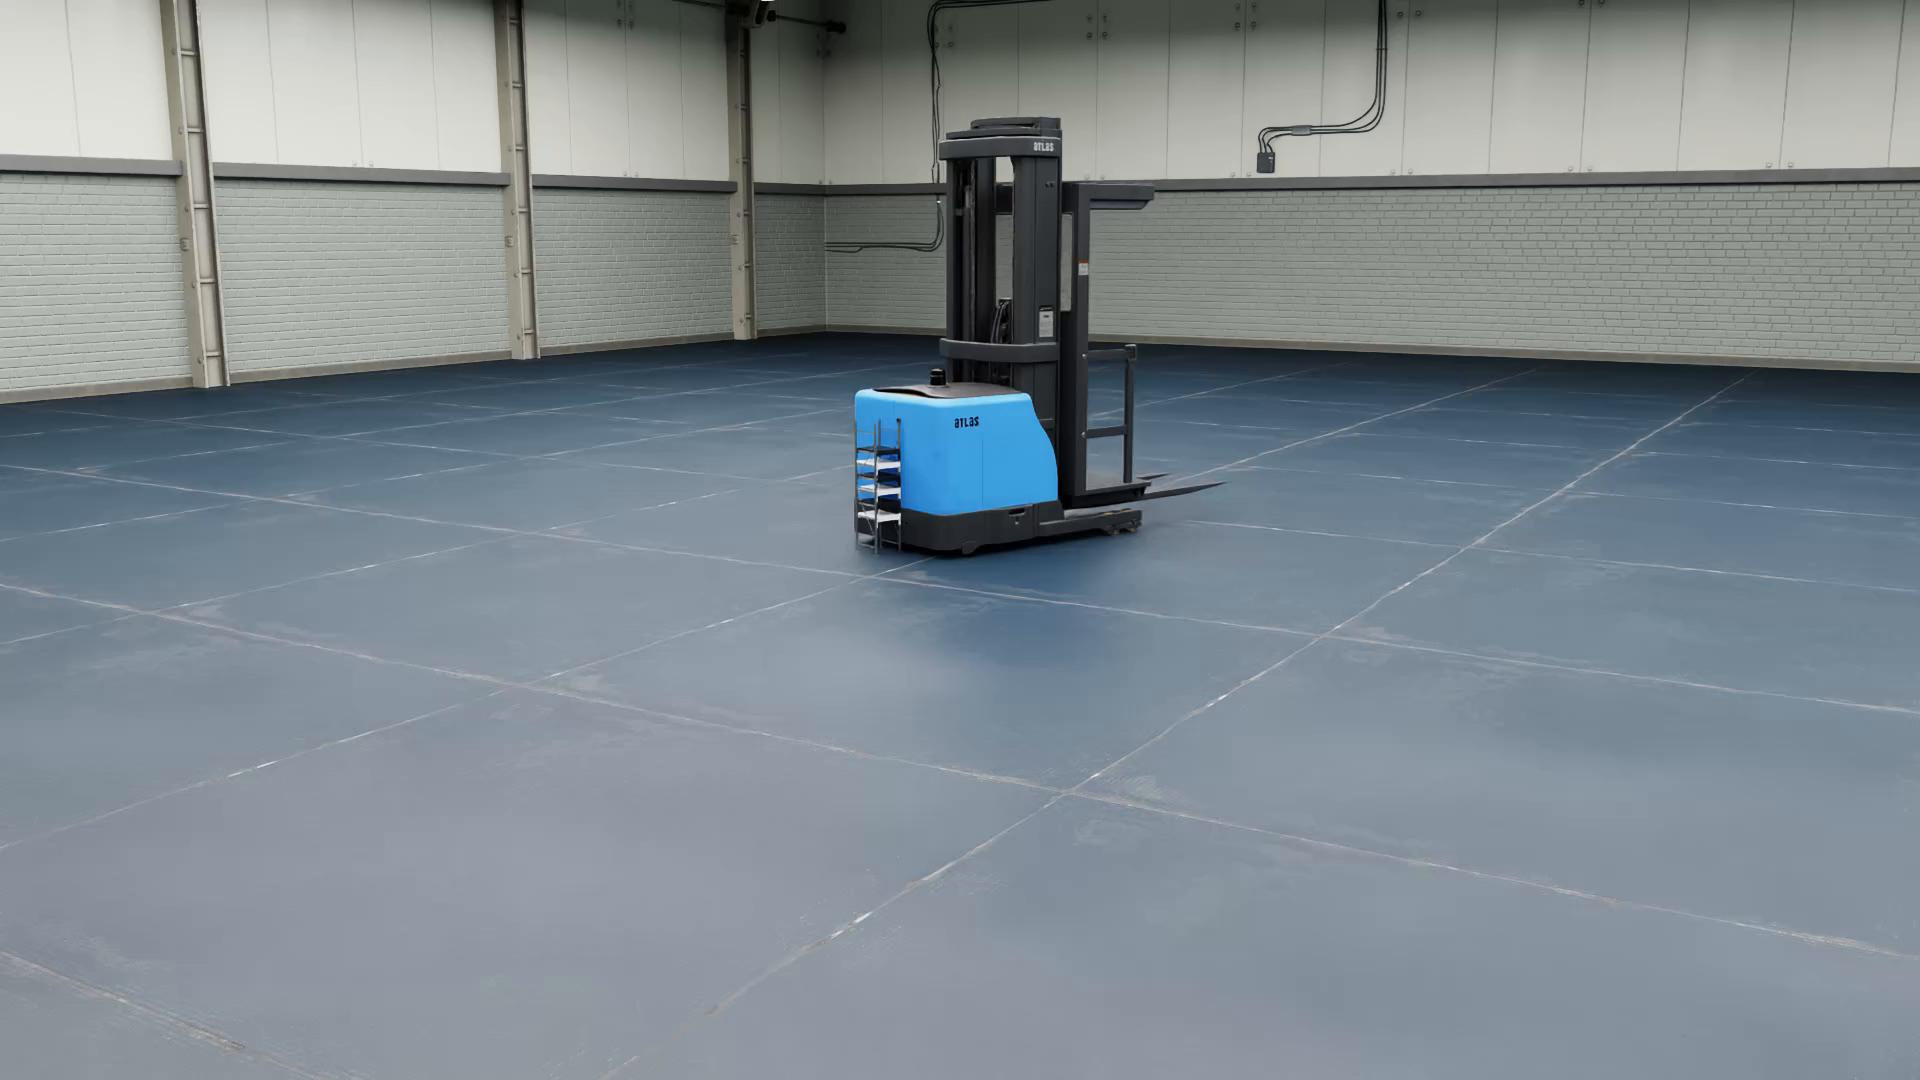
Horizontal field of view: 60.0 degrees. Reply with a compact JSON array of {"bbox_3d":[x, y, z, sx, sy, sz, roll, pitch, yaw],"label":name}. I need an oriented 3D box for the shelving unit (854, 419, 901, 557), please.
[{"bbox_3d":[-0.560,-0.357,11.331,0.210,0.900,0.258,-9,14,-39],"label":"shelving unit"}]

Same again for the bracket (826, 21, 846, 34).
[{"bbox_3d":[-2.581,-10.653,34.534,0.235,0.232,0.430,6,12,31],"label":"bracket"}]

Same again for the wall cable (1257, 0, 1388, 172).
[{"bbox_3d":[6.435,-9.579,29.336,2.305,6.003,0.169,6,12,31],"label":"wall cable"}]

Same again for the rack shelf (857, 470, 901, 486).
[{"bbox_3d":[-0.560,-0.413,11.321,0.200,0.077,0.258,-9,14,-39],"label":"rack shelf"}]

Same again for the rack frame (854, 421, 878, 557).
[{"bbox_3d":[-0.638,-0.345,11.267,0.006,0.900,0.240,-9,14,-39],"label":"rack frame"}]

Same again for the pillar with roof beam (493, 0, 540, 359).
[{"bbox_3d":[-3.766,-7.124,25.470,9.100,9.000,0.400,6,12,31],"label":"pillar with roof beam"}]

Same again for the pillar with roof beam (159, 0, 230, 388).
[{"bbox_3d":[-6.881,-6.181,20.429,9.100,9.000,0.400,6,12,31],"label":"pillar with roof beam"}]

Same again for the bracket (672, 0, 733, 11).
[{"bbox_3d":[-5.580,-9.744,29.682,0.076,0.066,4.783,6,12,31],"label":"bracket"}]

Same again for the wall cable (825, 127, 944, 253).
[{"bbox_3d":[-1.671,-7.290,34.793,3.097,2.526,0.112,6,12,31],"label":"wall cable"}]

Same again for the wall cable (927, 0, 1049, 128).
[{"bbox_3d":[0.641,-9.514,32.948,3.097,2.526,0.112,6,12,31],"label":"wall cable"}]

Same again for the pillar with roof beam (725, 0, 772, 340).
[{"bbox_3d":[-0.651,-8.068,30.510,9.100,9.000,0.548,6,12,31],"label":"pillar with roof beam"}]

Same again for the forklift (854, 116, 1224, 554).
[{"bbox_3d":[0.705,-1.543,12.144,3.031,2.935,1.130,-9,14,-39],"label":"forklift"}]

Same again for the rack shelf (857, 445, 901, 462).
[{"bbox_3d":[-0.560,-0.590,11.288,0.200,0.077,0.258,-9,14,-39],"label":"rack shelf"}]

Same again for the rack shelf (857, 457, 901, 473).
[{"bbox_3d":[-0.560,-0.501,11.304,0.200,0.077,0.258,-9,14,-39],"label":"rack shelf"}]

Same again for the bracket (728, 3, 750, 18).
[{"bbox_3d":[-4.242,-10.149,31.846,0.235,0.232,0.430,6,12,31],"label":"bracket"}]

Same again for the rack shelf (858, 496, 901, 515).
[{"bbox_3d":[-0.560,-0.236,11.354,0.200,0.077,0.258,-9,14,-39],"label":"rack shelf"}]

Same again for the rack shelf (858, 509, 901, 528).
[{"bbox_3d":[-0.560,-0.147,11.370,0.200,0.077,0.258,-9,14,-39],"label":"rack shelf"}]

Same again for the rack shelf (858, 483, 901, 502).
[{"bbox_3d":[-0.560,-0.324,11.337,0.200,0.077,0.258,-9,14,-39],"label":"rack shelf"}]

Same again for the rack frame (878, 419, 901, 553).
[{"bbox_3d":[-0.482,-0.369,11.395,0.006,0.900,0.240,-9,14,-39],"label":"rack frame"}]

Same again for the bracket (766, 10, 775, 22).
[{"bbox_3d":[-3.811,-10.280,32.544,0.235,0.232,0.430,6,12,31],"label":"bracket"}]

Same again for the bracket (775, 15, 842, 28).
[{"bbox_3d":[-2.888,-10.560,34.038,0.076,0.066,3.189,6,12,31],"label":"bracket"}]
